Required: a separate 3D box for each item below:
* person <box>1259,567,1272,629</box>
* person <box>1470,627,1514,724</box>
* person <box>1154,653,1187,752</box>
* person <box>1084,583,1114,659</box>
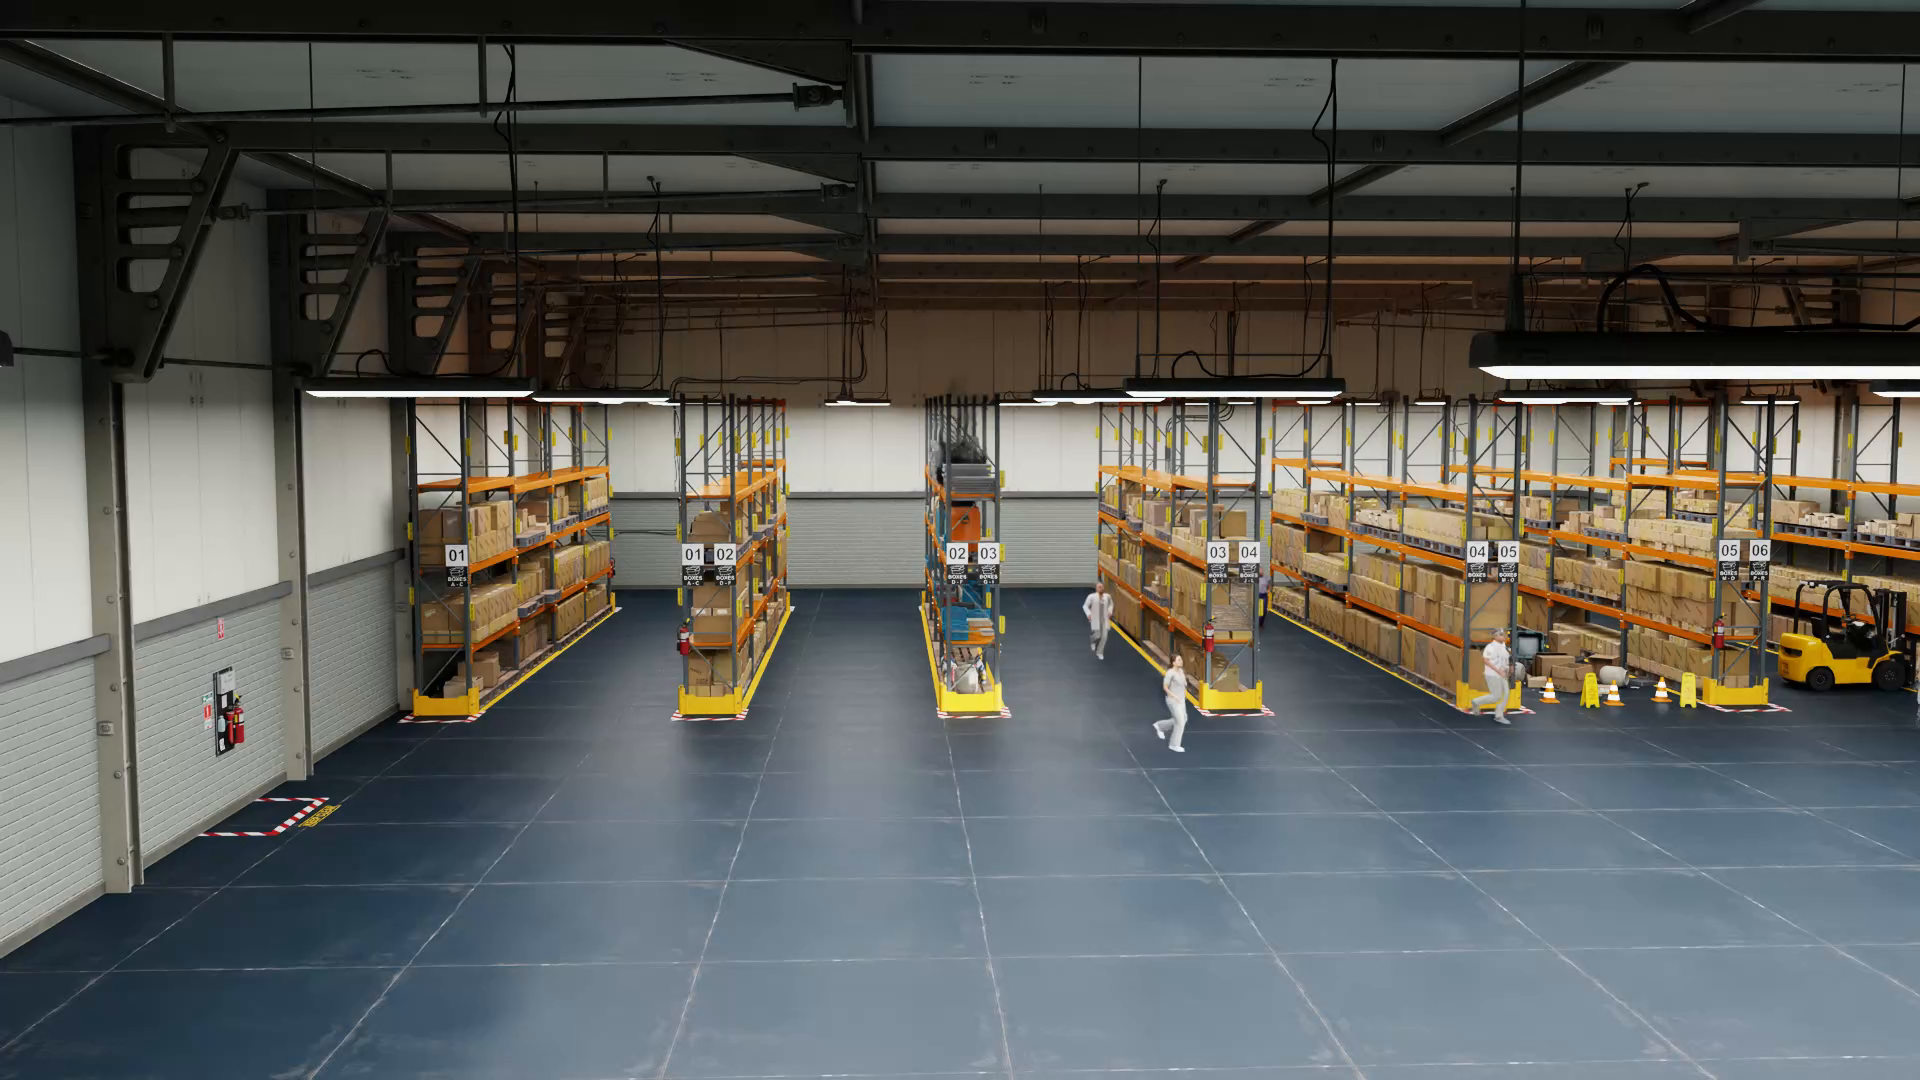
[{"bbox_3d":[7.841,1.604,43.424,0.616,1.414,0.550,0,5,-1],"label":"person"},{"bbox_3d":[9.780,2.456,30.455,0.718,1.774,0.665,4,6,45],"label":"person"},{"bbox_3d":[3.541,2.711,27.943,0.637,1.654,0.572,4,6,38],"label":"person"},{"bbox_3d":[3.209,1.850,38.303,0.724,1.752,0.653,-1,5,-12],"label":"person"}]
